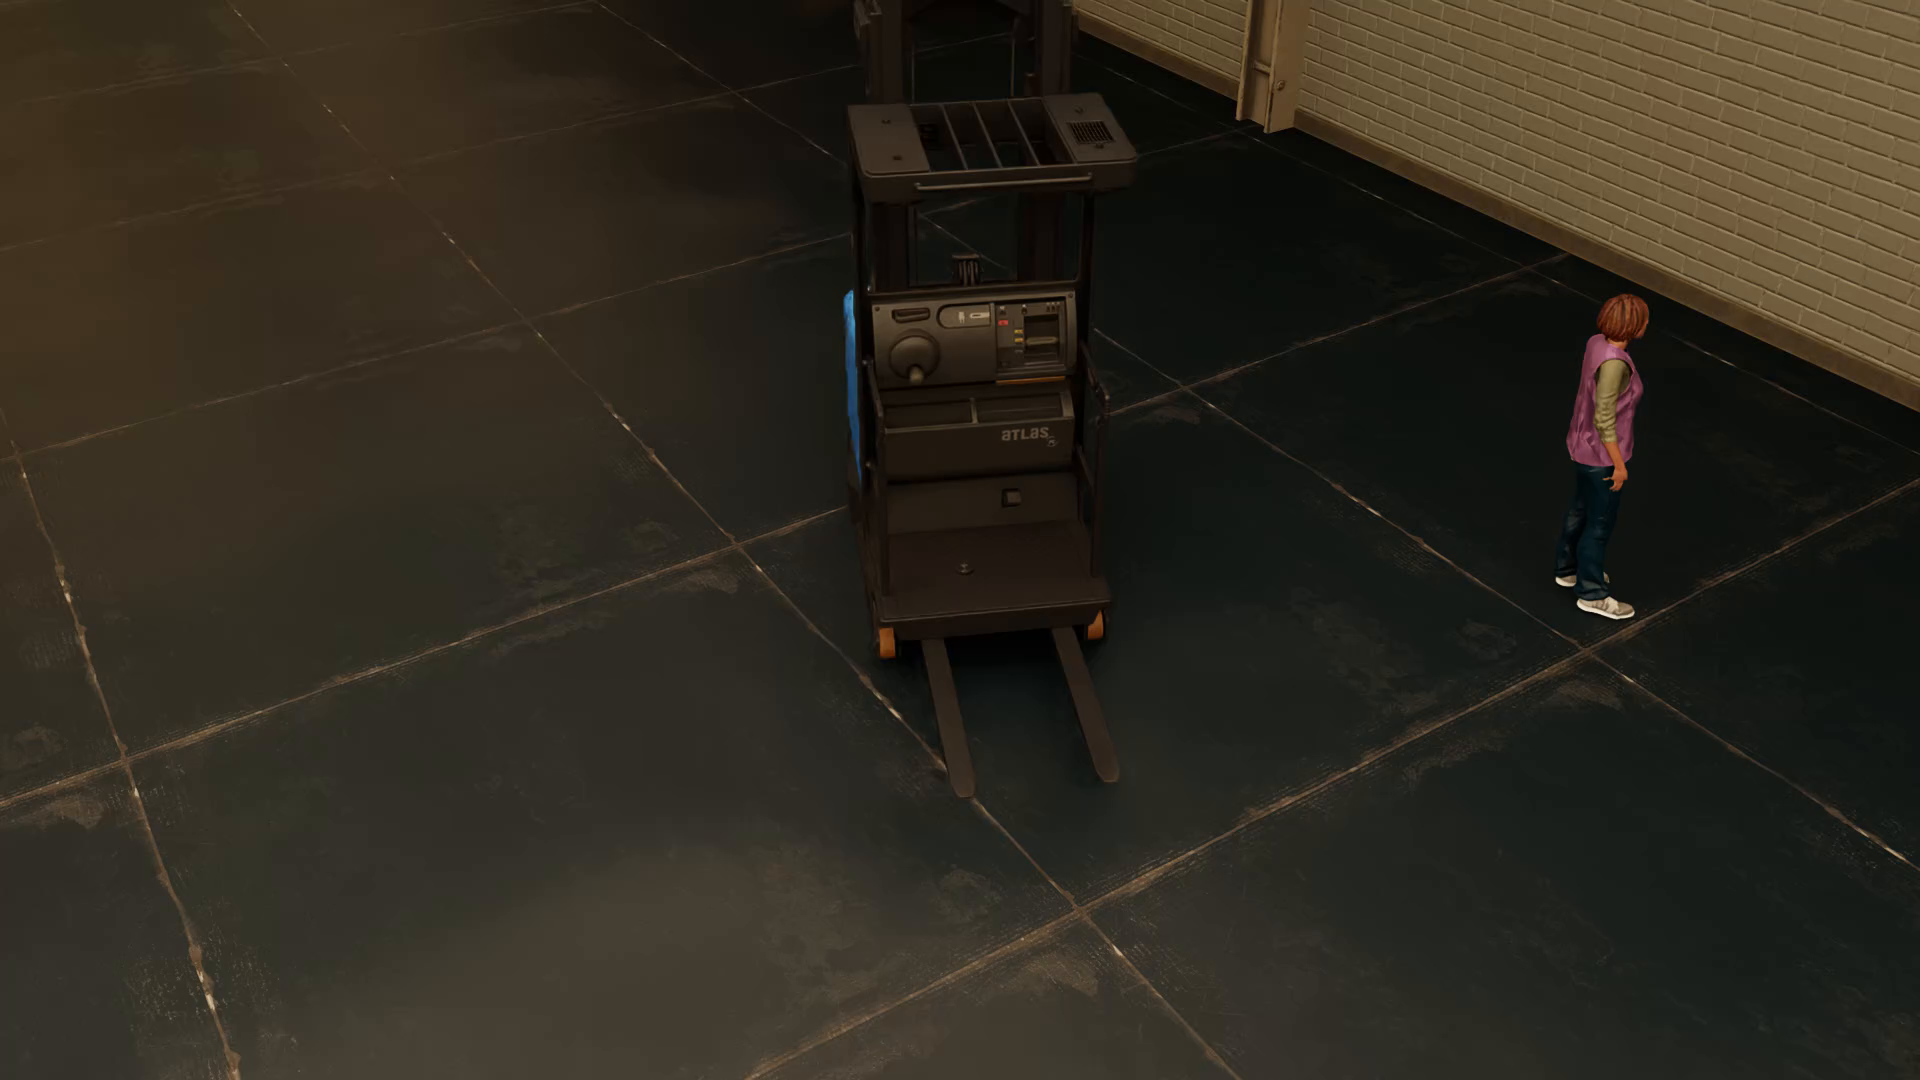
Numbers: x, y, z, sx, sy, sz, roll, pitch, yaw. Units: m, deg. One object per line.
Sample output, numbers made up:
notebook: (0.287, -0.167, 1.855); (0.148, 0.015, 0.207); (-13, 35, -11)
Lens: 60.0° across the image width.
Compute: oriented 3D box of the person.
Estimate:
person: (3.109, -0.413, 7.892); (0.458, 1.604, 0.506); (5, 35, 8)

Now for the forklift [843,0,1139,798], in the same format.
forklift: (0.103, -0.851, 7.359); (1.130, 2.935, 3.031); (-5, 35, -7)
